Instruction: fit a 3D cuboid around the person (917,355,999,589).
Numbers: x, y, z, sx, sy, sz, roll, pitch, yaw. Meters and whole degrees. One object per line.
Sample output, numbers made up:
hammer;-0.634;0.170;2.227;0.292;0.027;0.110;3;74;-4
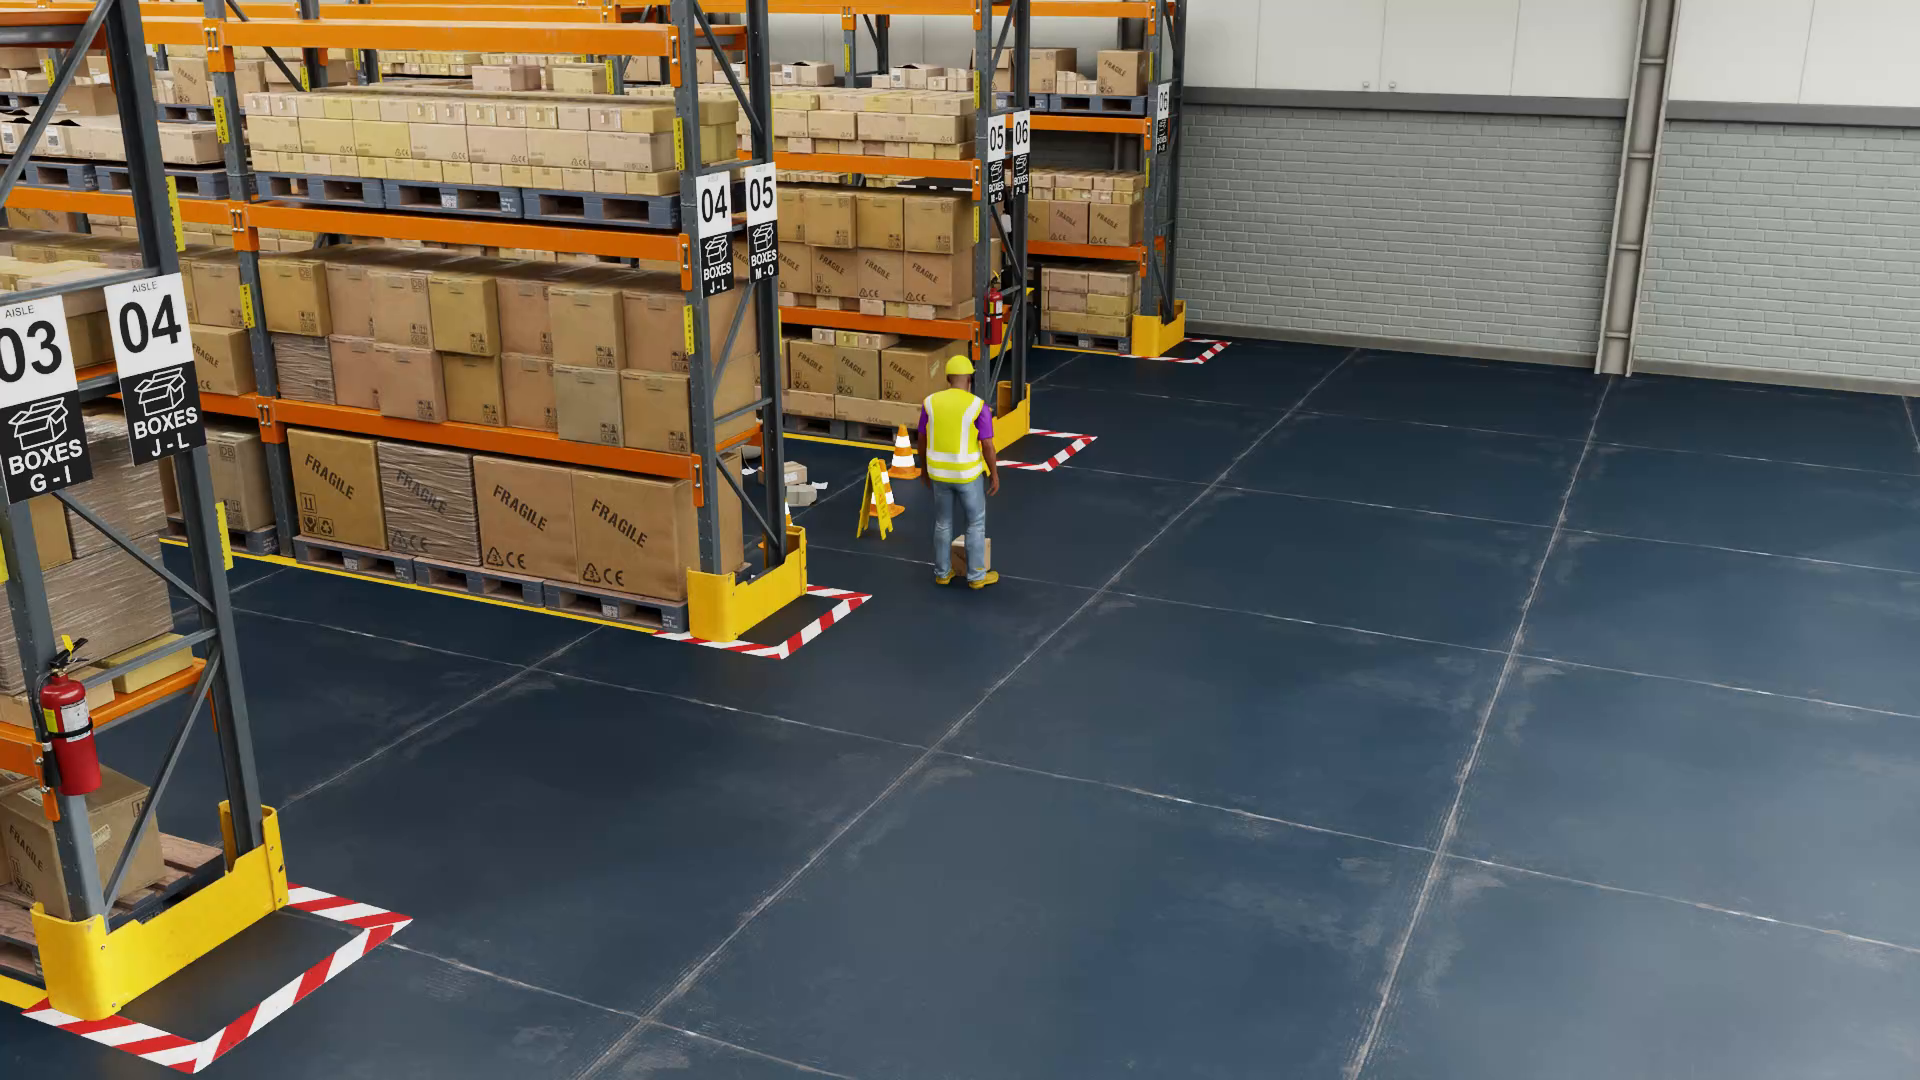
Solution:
person;-0.008;-0.514;12.543;0.635;1.757;0.462;8;20;22
